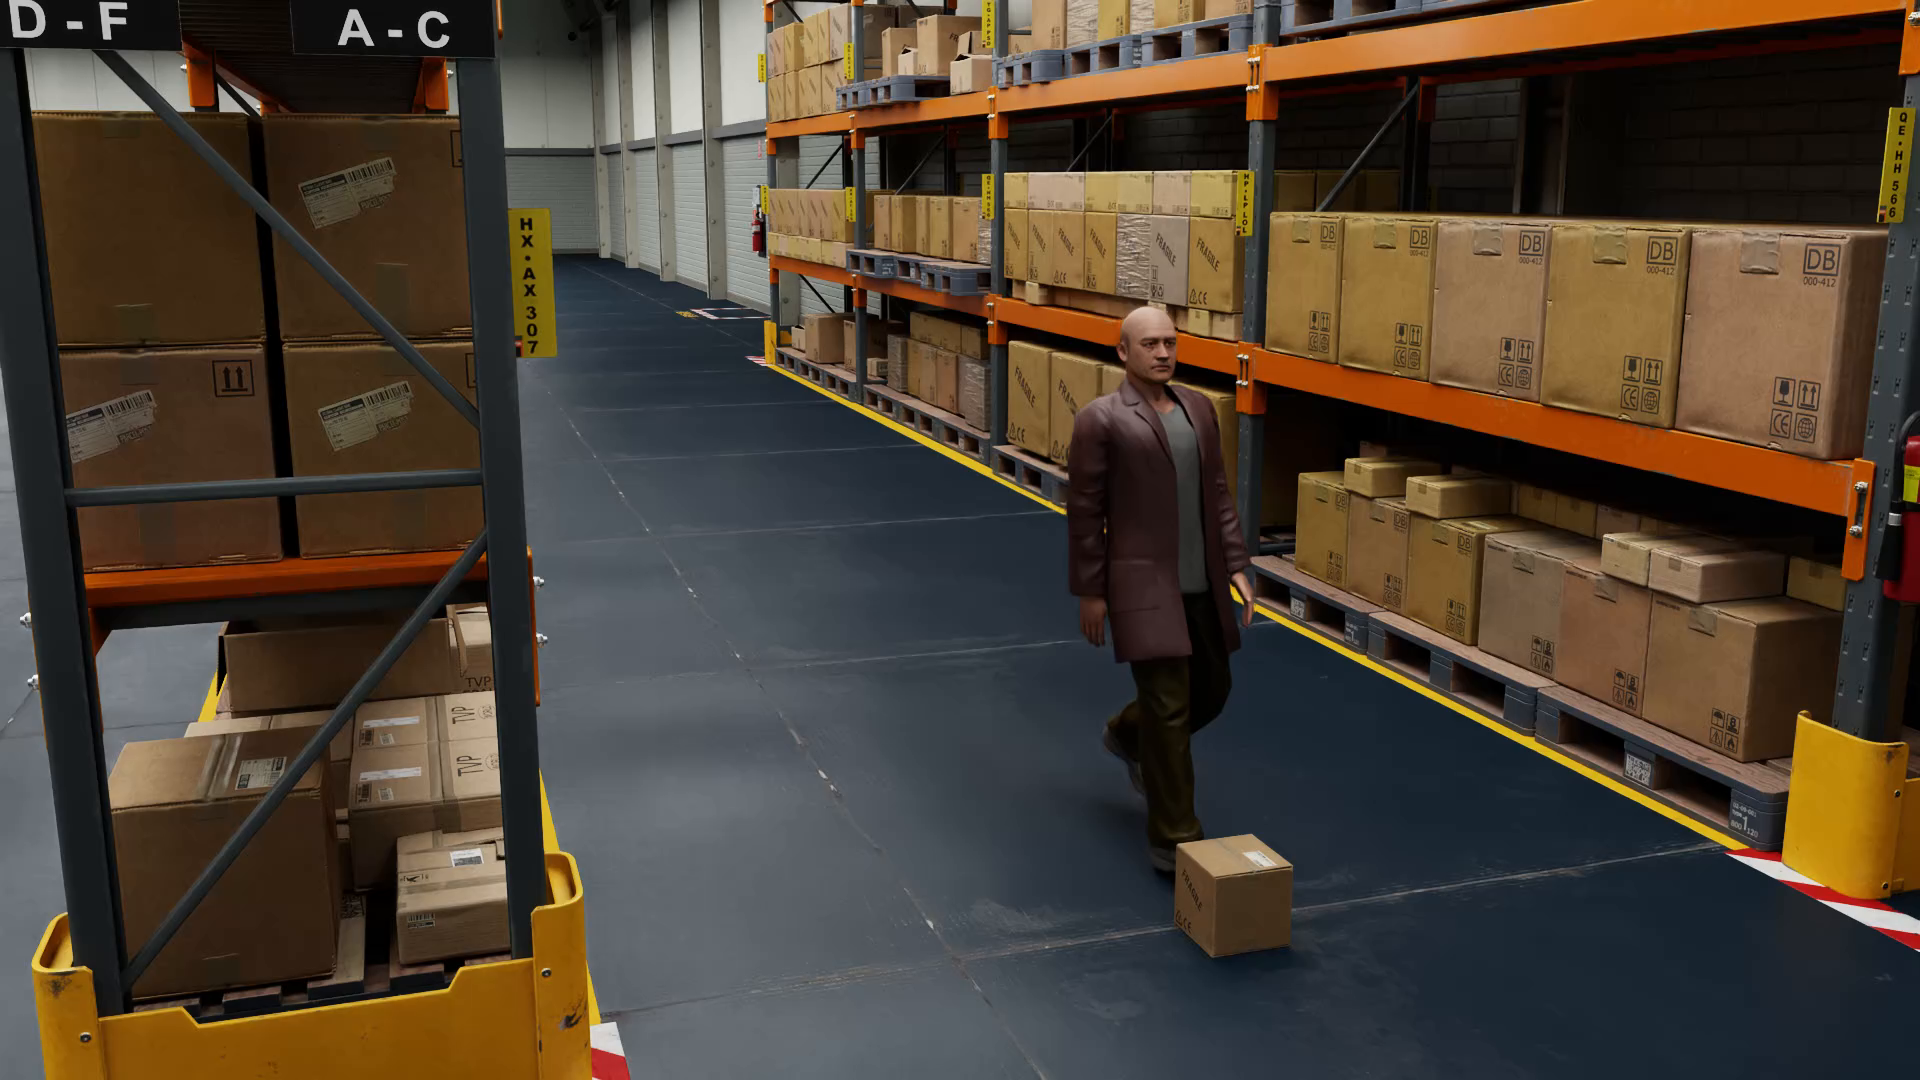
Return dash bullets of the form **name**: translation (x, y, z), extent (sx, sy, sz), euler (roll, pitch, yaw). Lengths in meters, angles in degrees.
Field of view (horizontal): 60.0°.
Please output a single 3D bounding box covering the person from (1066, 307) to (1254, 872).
- **person**: translation (0.662, 0.142, 5.306), extent (0.581, 1.750, 0.918), euler (-8, 15, -33)
